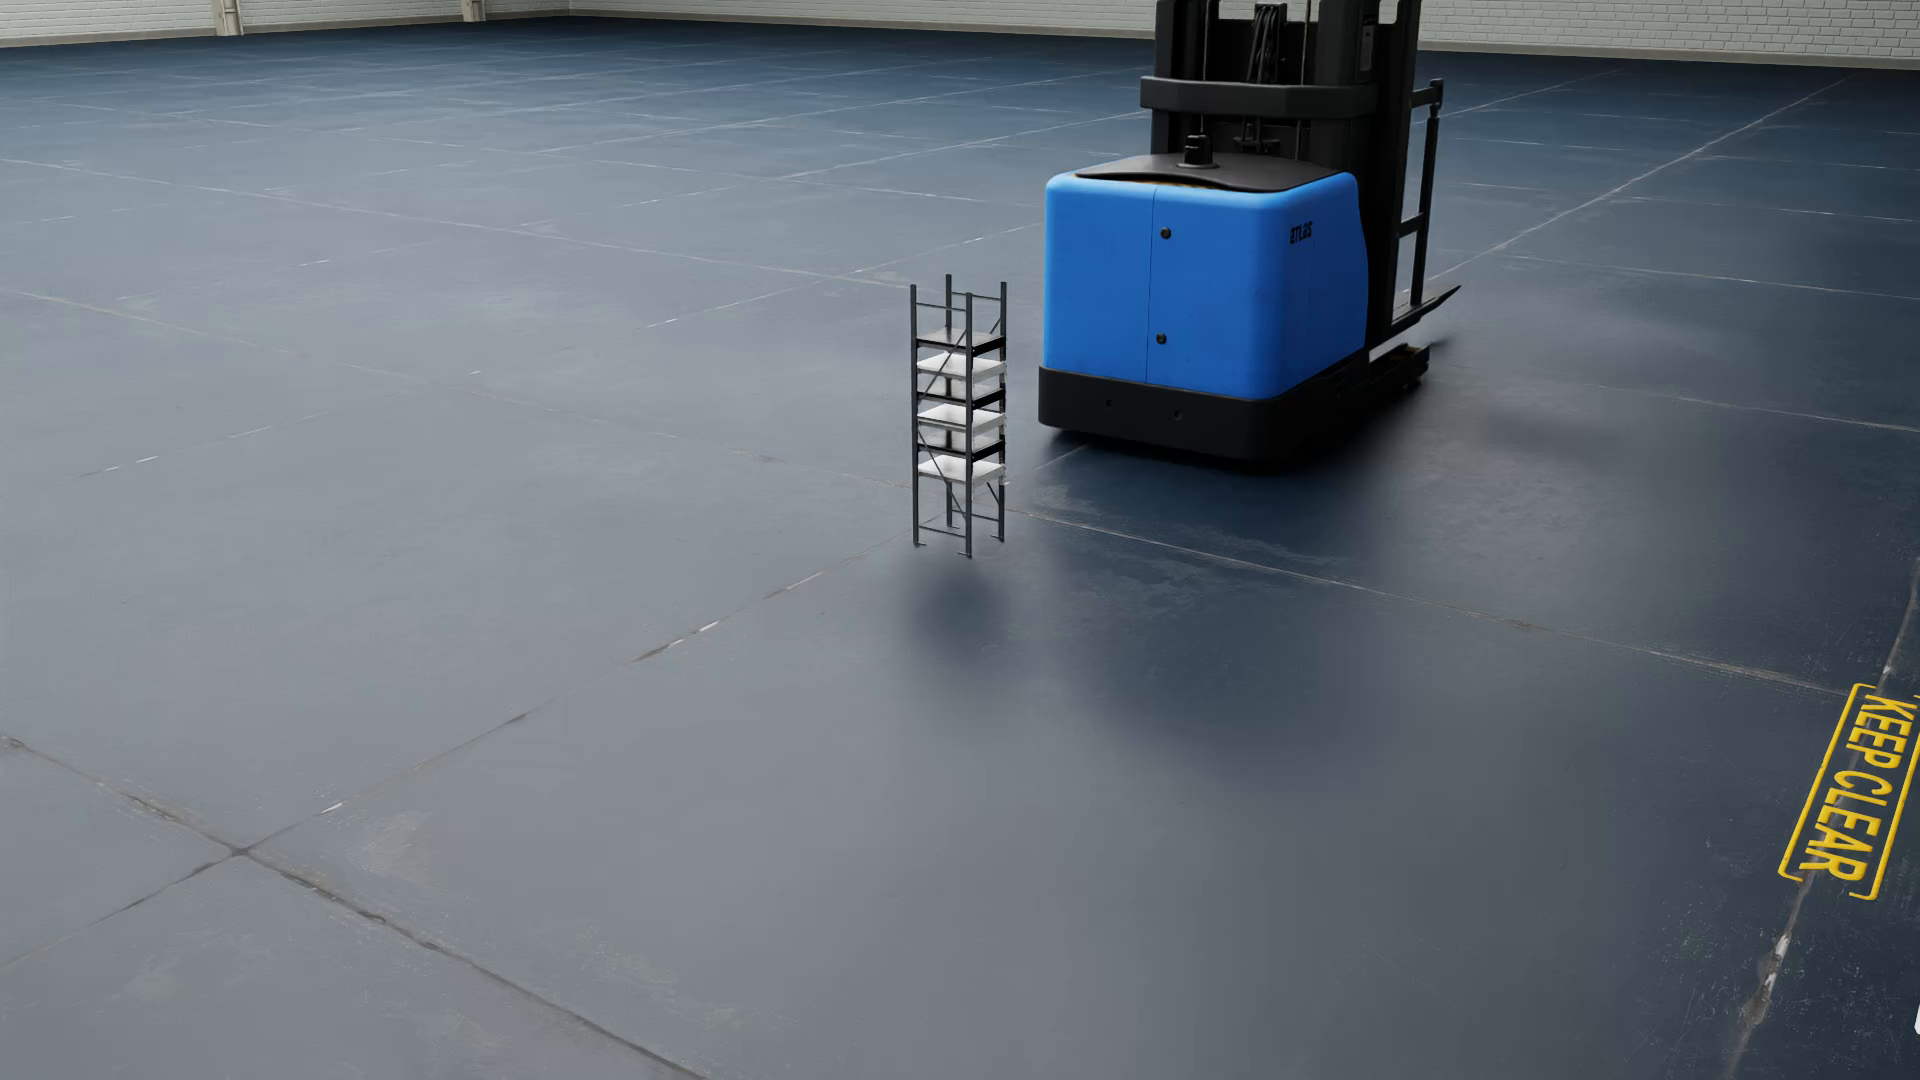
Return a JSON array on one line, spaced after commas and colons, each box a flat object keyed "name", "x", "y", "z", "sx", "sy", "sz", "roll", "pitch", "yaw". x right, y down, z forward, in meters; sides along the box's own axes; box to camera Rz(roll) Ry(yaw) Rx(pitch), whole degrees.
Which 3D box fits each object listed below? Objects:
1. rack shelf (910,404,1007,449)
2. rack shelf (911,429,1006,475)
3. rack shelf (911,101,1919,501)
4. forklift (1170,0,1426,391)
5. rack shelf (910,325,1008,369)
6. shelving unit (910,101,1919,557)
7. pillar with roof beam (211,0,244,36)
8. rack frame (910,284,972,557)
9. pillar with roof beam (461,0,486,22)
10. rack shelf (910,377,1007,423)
[{"name": "rack shelf", "x": -0.005, "y": -0.388, "z": 5.614, "sx": 0.258, "sy": 0.077, "sz": 0.200, "roll": 13, "pitch": 24, "yaw": 32}, {"name": "rack shelf", "x": -0.005, "y": -0.304, "z": 5.645, "sx": 0.258, "sy": 0.077, "sz": 0.200, "roll": 13, "pitch": 24, "yaw": 32}, {"name": "rack shelf", "x": 7.441, "y": -2.202, "z": 11.321, "sx": 6.000, "sy": 0.275, "sz": 18.464, "roll": 13, "pitch": 24, "yaw": 32}, {"name": "forklift", "x": 1.544, "y": -2.135, "z": 7.312, "sx": 1.121, "sy": 2.935, "sz": 3.031, "roll": 12, "pitch": 24, "yaw": 30}, {"name": "rack shelf", "x": -0.005, "y": -0.642, "z": 5.520, "sx": 0.258, "sy": 0.077, "sz": 0.200, "roll": 13, "pitch": 24, "yaw": 32}, {"name": "shelving unit", "x": 7.439, "y": -2.494, "z": 11.210, "sx": 6.000, "sy": 0.900, "sz": 18.469, "roll": 13, "pitch": 24, "yaw": 32}, {"name": "pillar with roof beam", "x": -10.567, "y": -13.154, "z": 28.355, "sx": 9.100, "sy": 9.000, "sz": 0.400, "roll": 13, "pitch": 24, "yaw": 32}, {"name": "rack frame", "x": -0.062, "y": -0.391, "z": 5.524, "sx": 0.240, "sy": 0.900, "sz": 0.006, "roll": 13, "pitch": 24, "yaw": 32}, {"name": "pillar with roof beam", "x": -7.194, "y": -14.875, "z": 33.009, "sx": 9.100, "sy": 9.000, "sz": 0.400, "roll": 13, "pitch": 24, "yaw": 32}, {"name": "rack shelf", "x": -0.005, "y": -0.473, "z": 5.583, "sx": 0.258, "sy": 0.077, "sz": 0.200, "roll": 13, "pitch": 24, "yaw": 32}]
